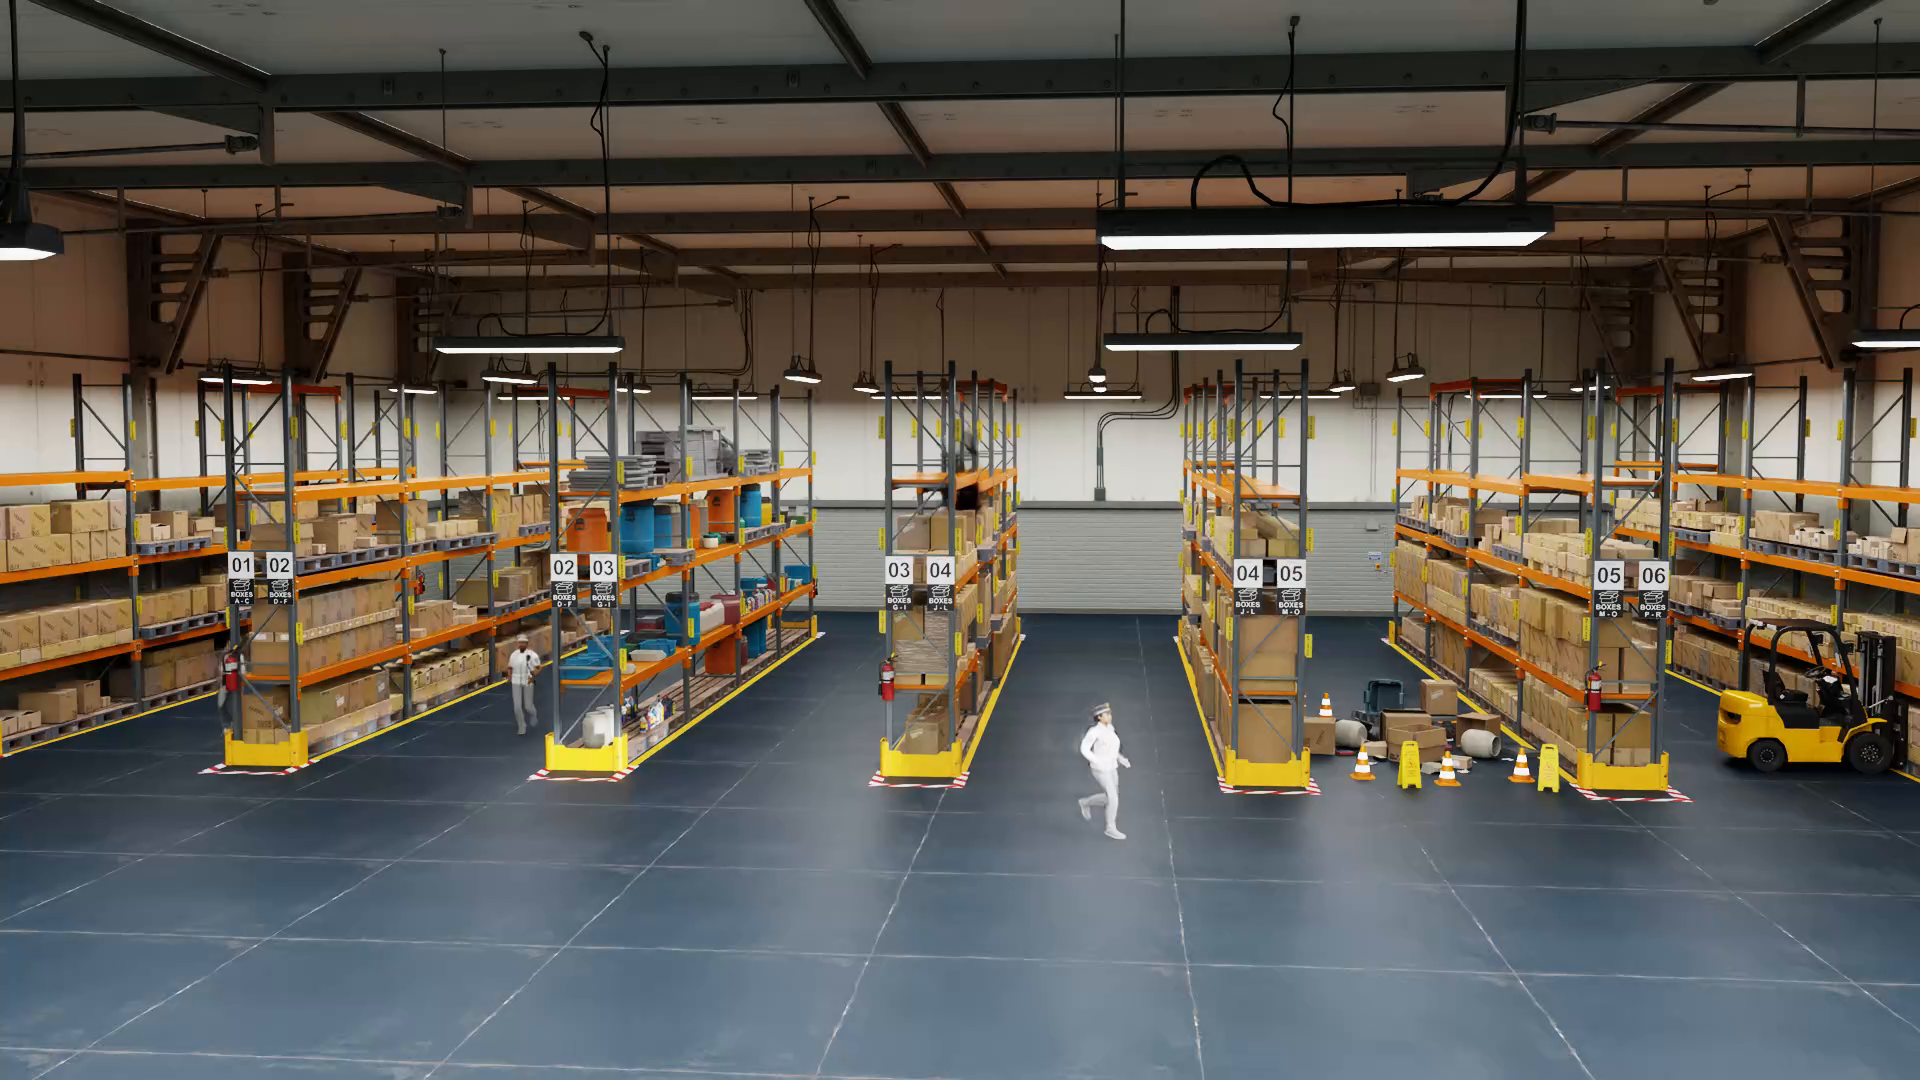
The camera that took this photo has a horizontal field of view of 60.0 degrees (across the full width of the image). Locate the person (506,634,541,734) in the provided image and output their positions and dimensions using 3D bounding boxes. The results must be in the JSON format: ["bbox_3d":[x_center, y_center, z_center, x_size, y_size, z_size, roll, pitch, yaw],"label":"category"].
[{"bbox_3d":[-7.222,2.367,27.495,0.574,1.649,0.566,0,4,-1],"label":"person"}]

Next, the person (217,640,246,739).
[{"bbox_3d":[-11.890,2.420,27.111,0.503,1.617,0.682,0,4,-4],"label":"person"}]

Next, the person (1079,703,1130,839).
[{"bbox_3d":[1.750,2.836,20.547,0.675,1.672,0.618,3,5,37],"label":"person"}]
